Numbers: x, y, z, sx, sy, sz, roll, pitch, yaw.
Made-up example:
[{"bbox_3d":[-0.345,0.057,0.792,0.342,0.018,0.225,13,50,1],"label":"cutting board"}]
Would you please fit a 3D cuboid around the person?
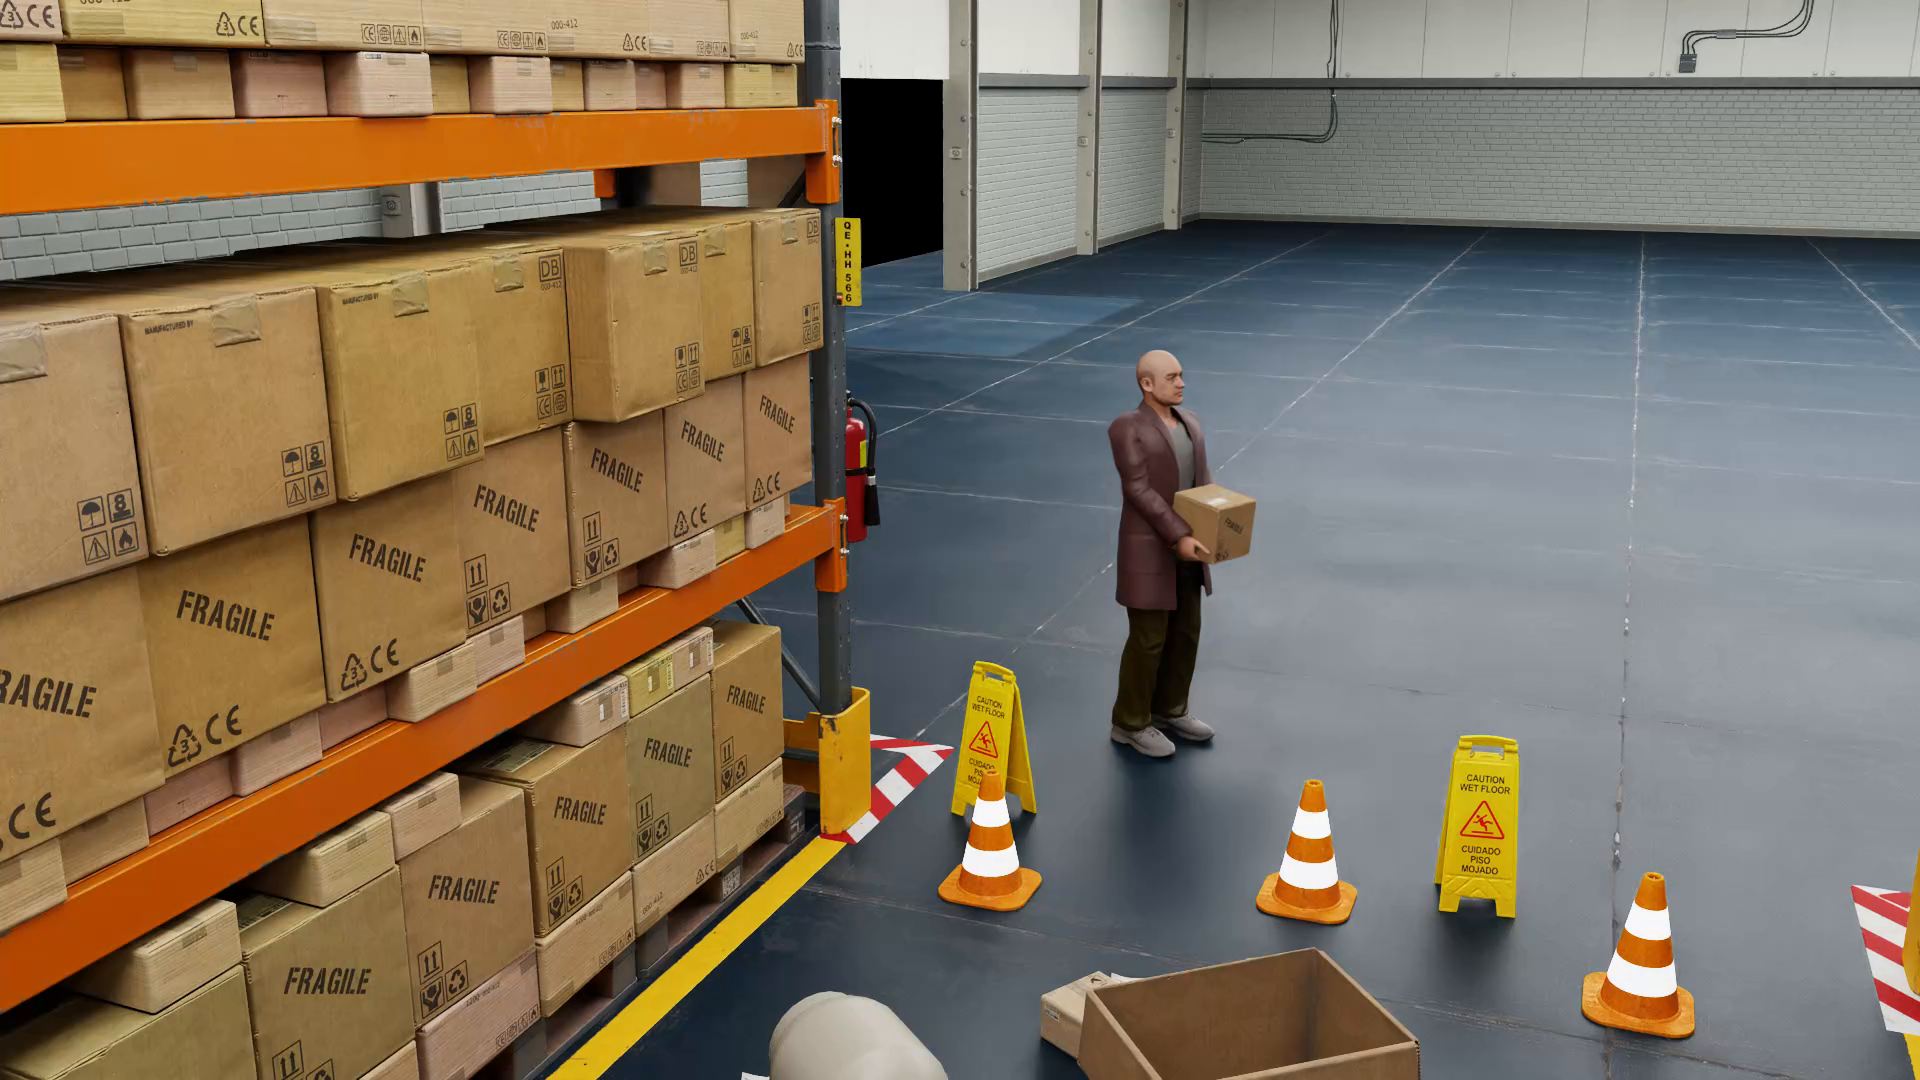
[{"bbox_3d":[0.925,0.076,7.391,0.420,1.711,0.654,14,21,42],"label":"person"}]
